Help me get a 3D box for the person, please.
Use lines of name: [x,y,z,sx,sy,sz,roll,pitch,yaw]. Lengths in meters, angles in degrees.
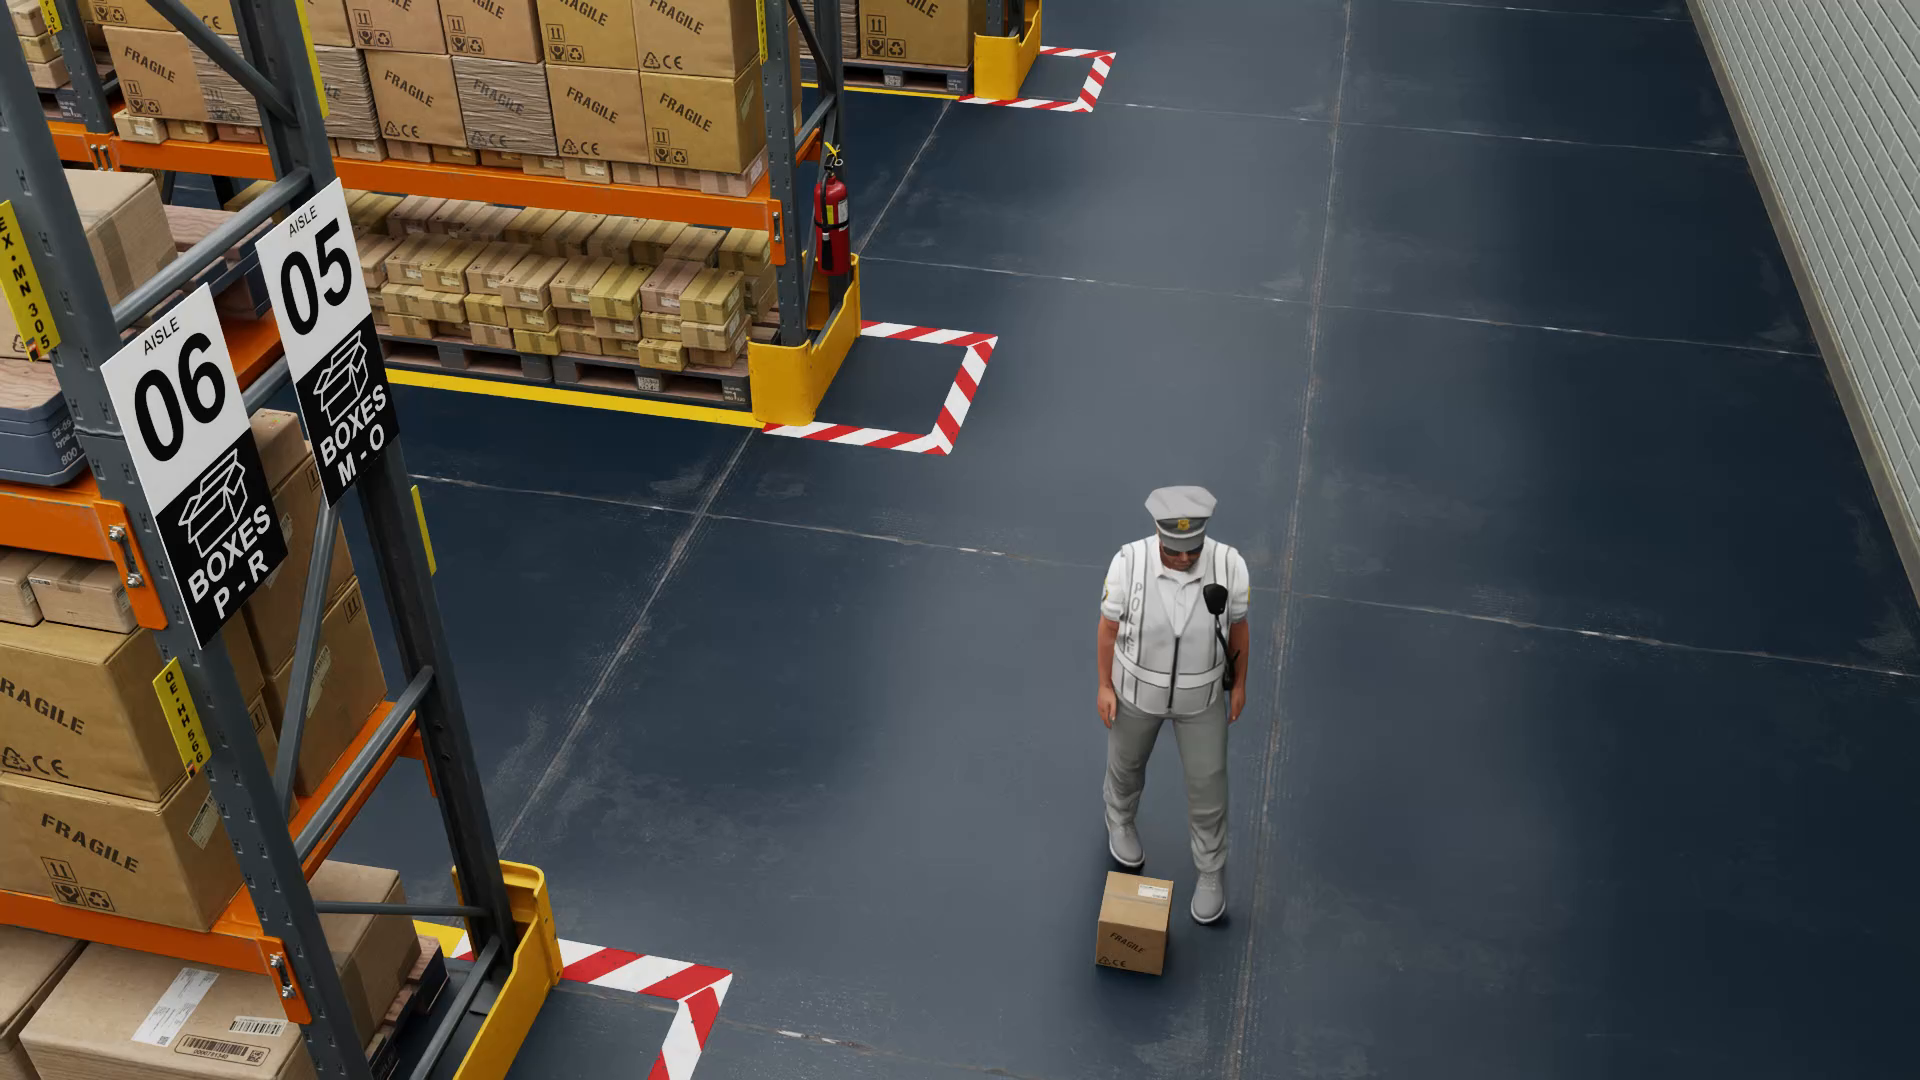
person: [0.780,0.604,6.131,0.569,1.742,0.590,3,36,4]
